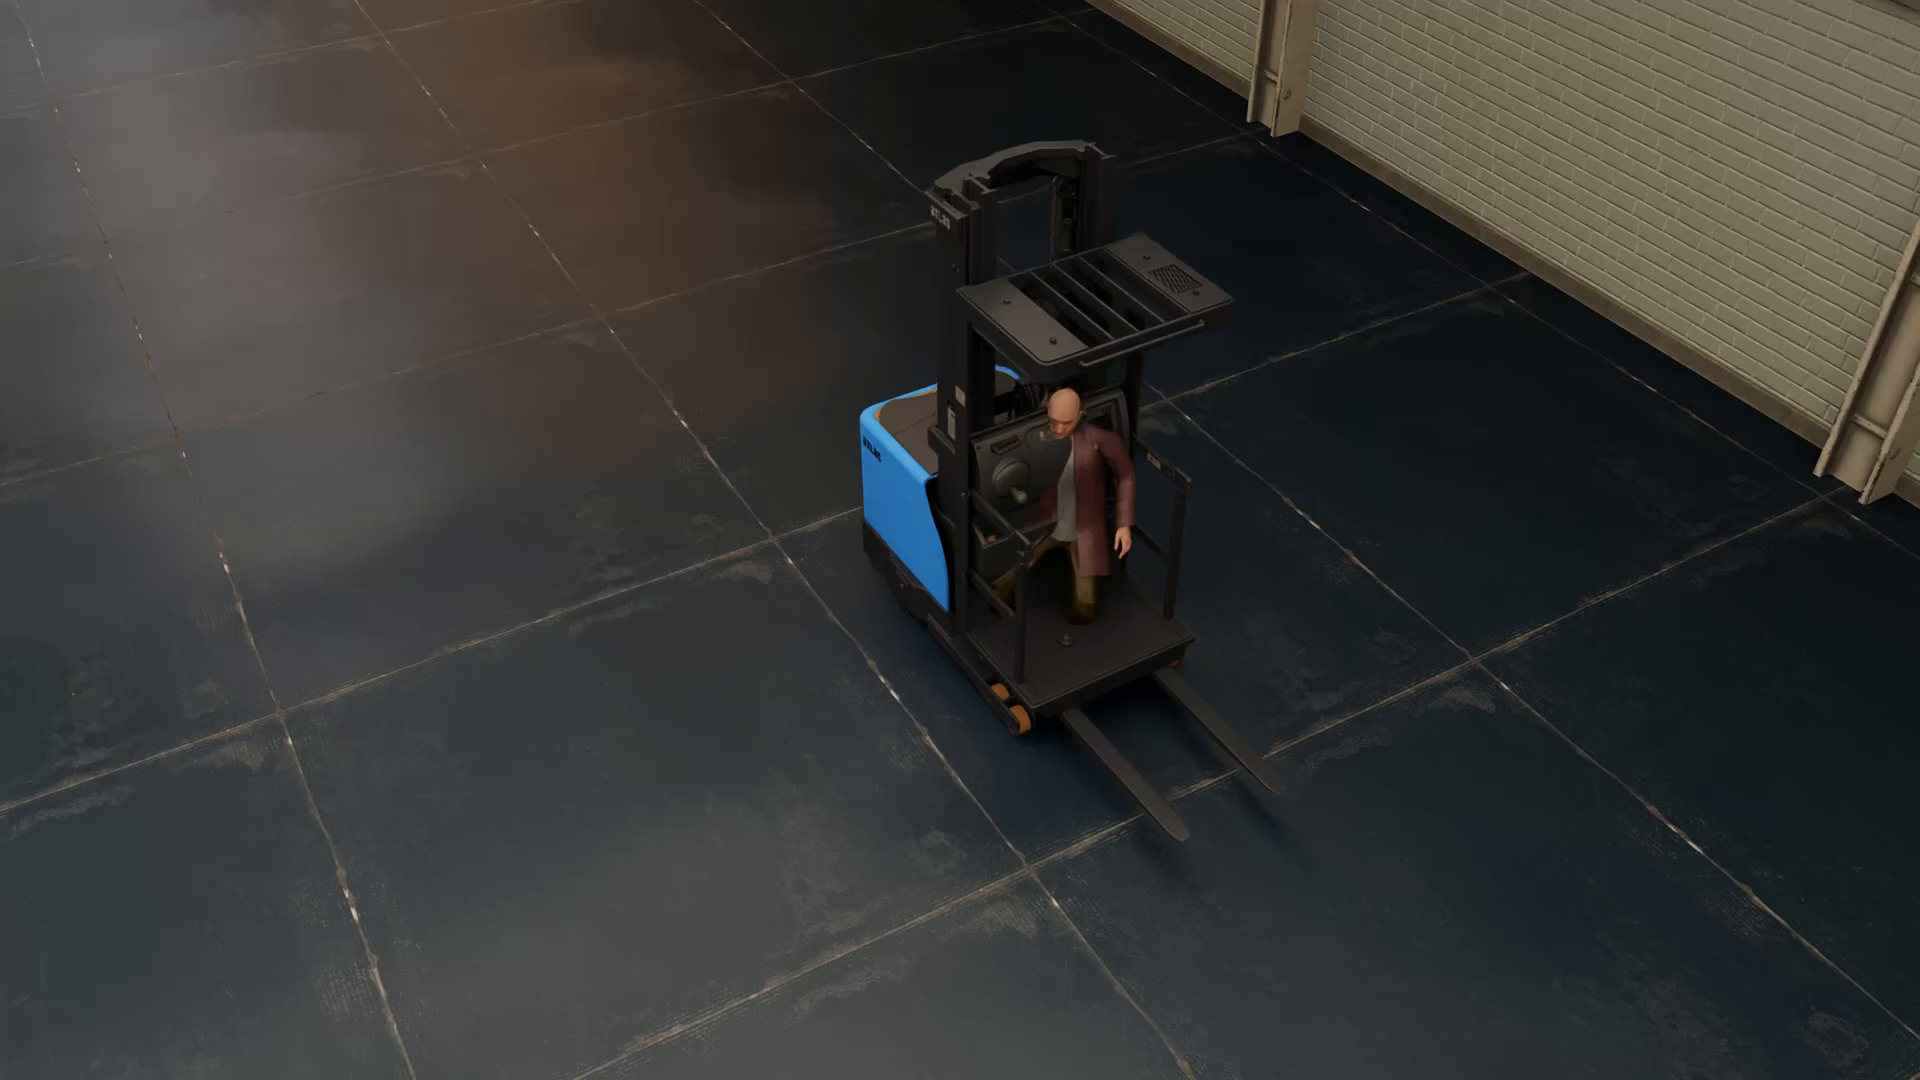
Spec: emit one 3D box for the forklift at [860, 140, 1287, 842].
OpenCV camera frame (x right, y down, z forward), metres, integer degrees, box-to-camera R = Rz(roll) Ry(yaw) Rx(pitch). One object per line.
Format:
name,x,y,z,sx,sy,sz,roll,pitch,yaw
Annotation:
forklift,0.597,-0.407,8.527,1.130,2.935,3.031,-21,44,-23

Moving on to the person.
person,0.513,-0.001,9.022,0.855,1.751,0.621,8,40,10
